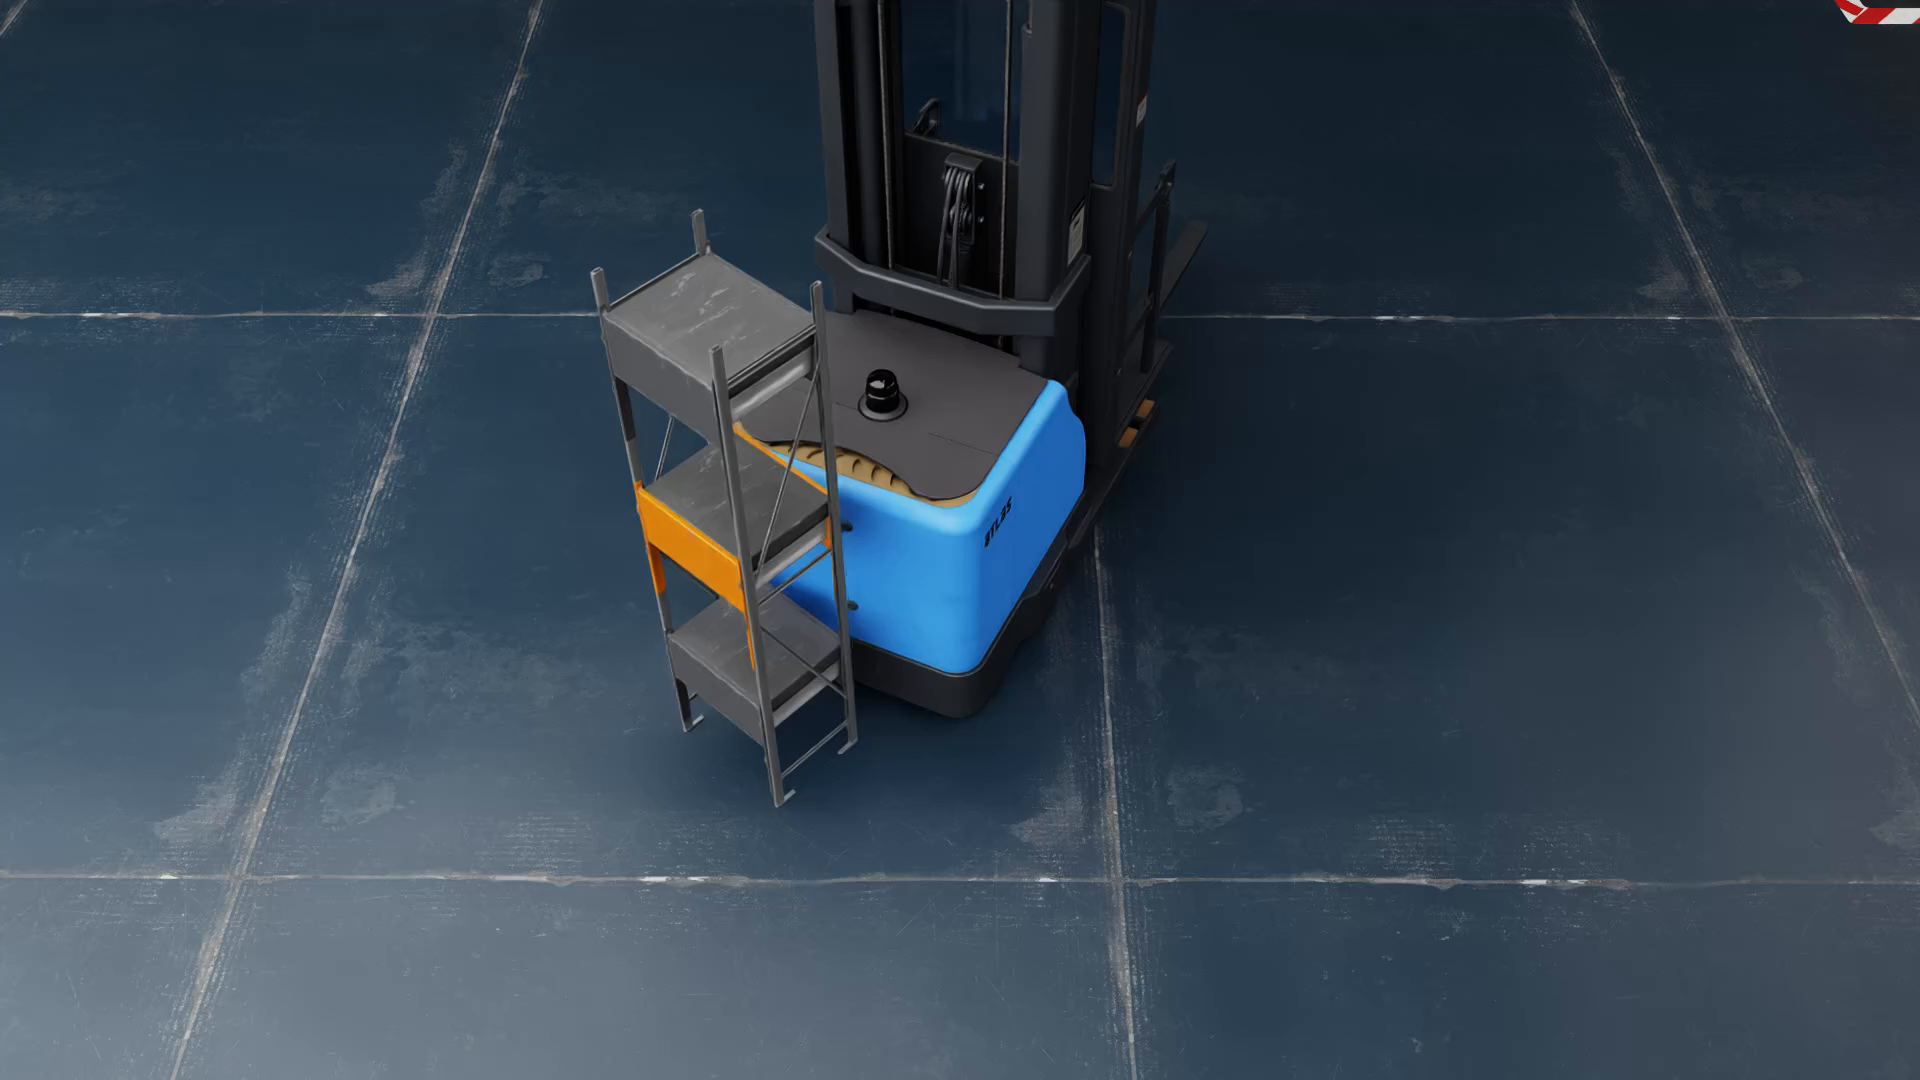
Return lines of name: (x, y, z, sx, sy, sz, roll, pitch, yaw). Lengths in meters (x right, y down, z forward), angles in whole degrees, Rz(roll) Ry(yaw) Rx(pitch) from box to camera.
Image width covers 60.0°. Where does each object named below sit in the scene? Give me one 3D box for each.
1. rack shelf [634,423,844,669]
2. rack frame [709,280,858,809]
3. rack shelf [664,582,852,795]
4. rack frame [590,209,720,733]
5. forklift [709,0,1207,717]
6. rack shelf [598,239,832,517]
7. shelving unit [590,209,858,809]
rack shelf: (-0.694, 0.008, 5.325, 0.480, 0.518, 0.431, 34, 55, 28)
rack frame: (-0.514, 0.119, 5.202, 0.015, 2.100, 0.400, 34, 55, 28)
rack shelf: (-0.693, 0.487, 5.836, 0.480, 0.518, 0.431, 34, 55, 28)
rack frame: (-0.874, -0.121, 5.428, 0.015, 2.100, 0.400, 34, 55, 28)
forklift: (0.215, -1.443, 6.091, 1.130, 2.935, 3.031, 19, 50, 17)
rack shelf: (-0.695, -0.470, 4.814, 0.480, 0.518, 0.431, 34, 55, 28)
shelving unit: (-0.694, -0.001, 5.315, 0.503, 2.100, 0.431, 34, 55, 28)
